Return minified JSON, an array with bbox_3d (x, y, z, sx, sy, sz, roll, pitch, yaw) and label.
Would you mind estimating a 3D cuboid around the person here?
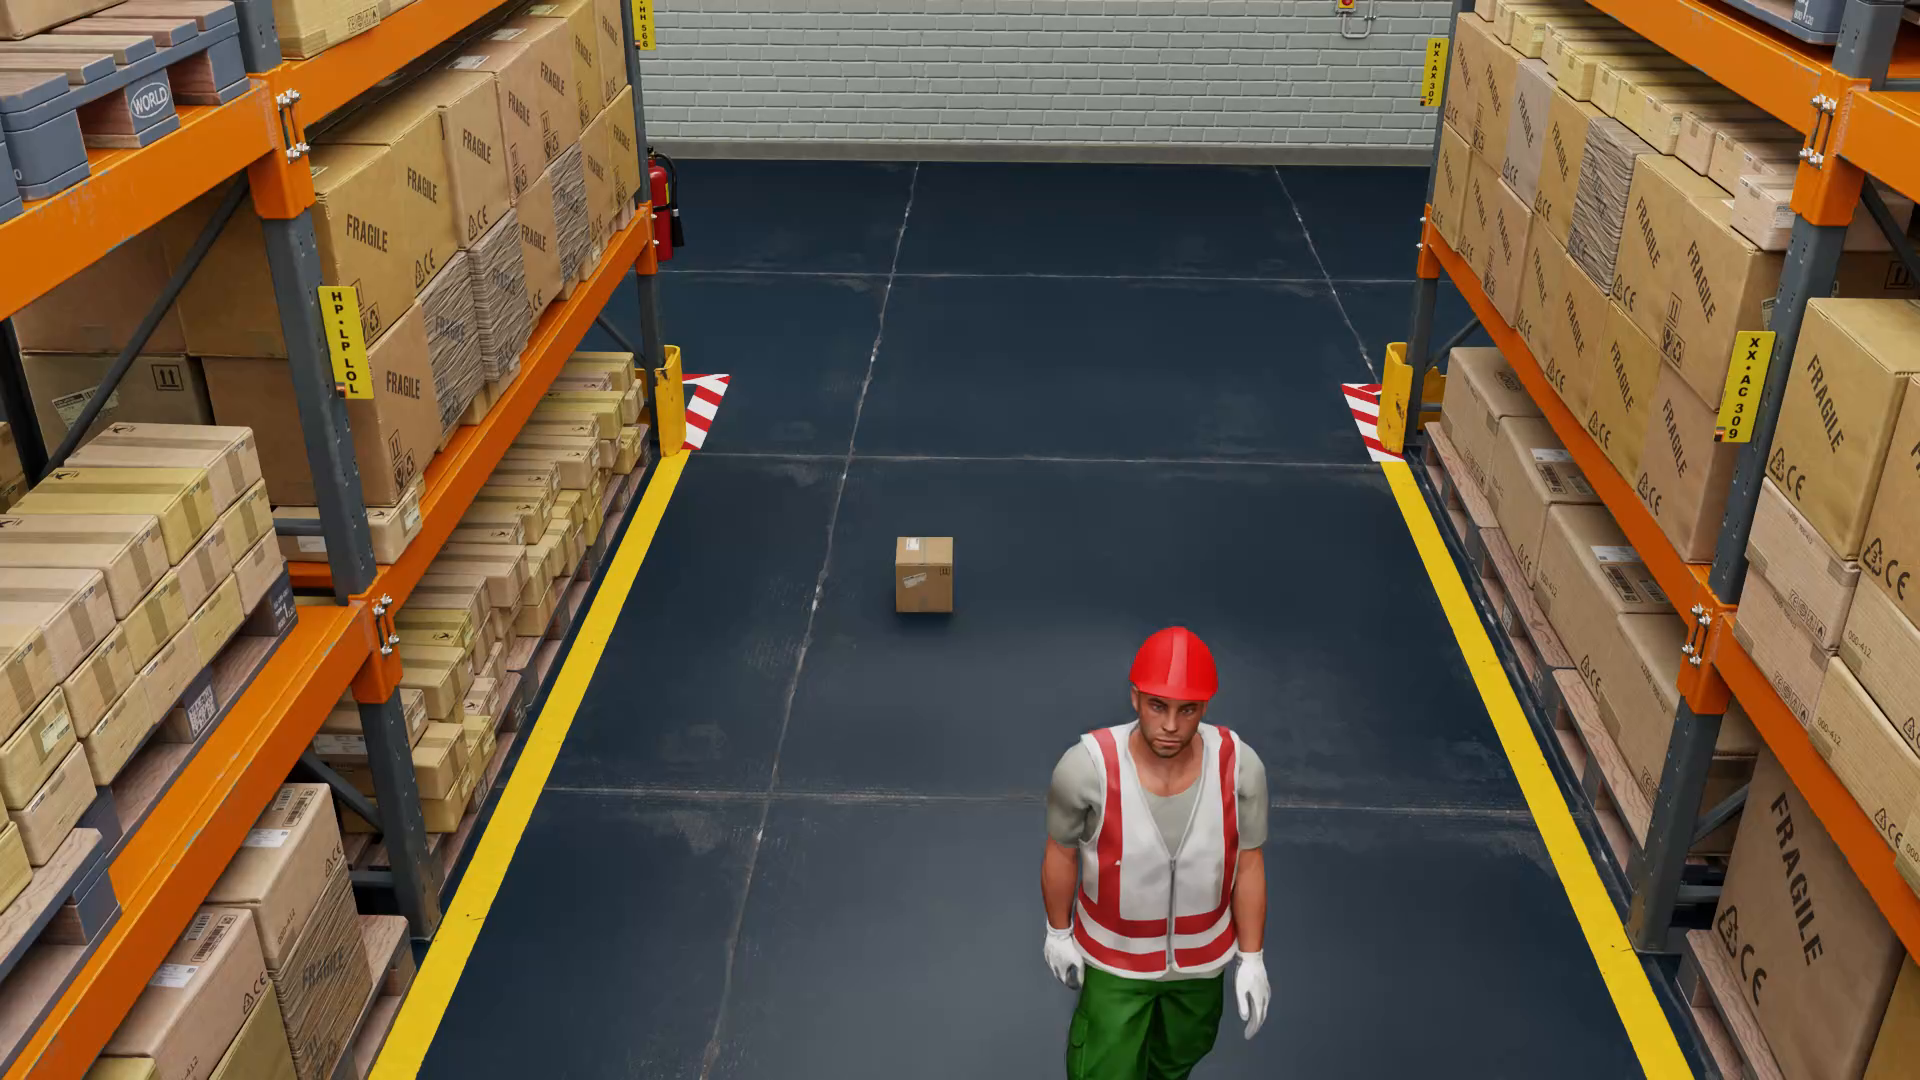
[{"bbox_3d":[0.486,1.048,4.071,0.530,1.812,0.466,-4,28,-8],"label":"person"}]
